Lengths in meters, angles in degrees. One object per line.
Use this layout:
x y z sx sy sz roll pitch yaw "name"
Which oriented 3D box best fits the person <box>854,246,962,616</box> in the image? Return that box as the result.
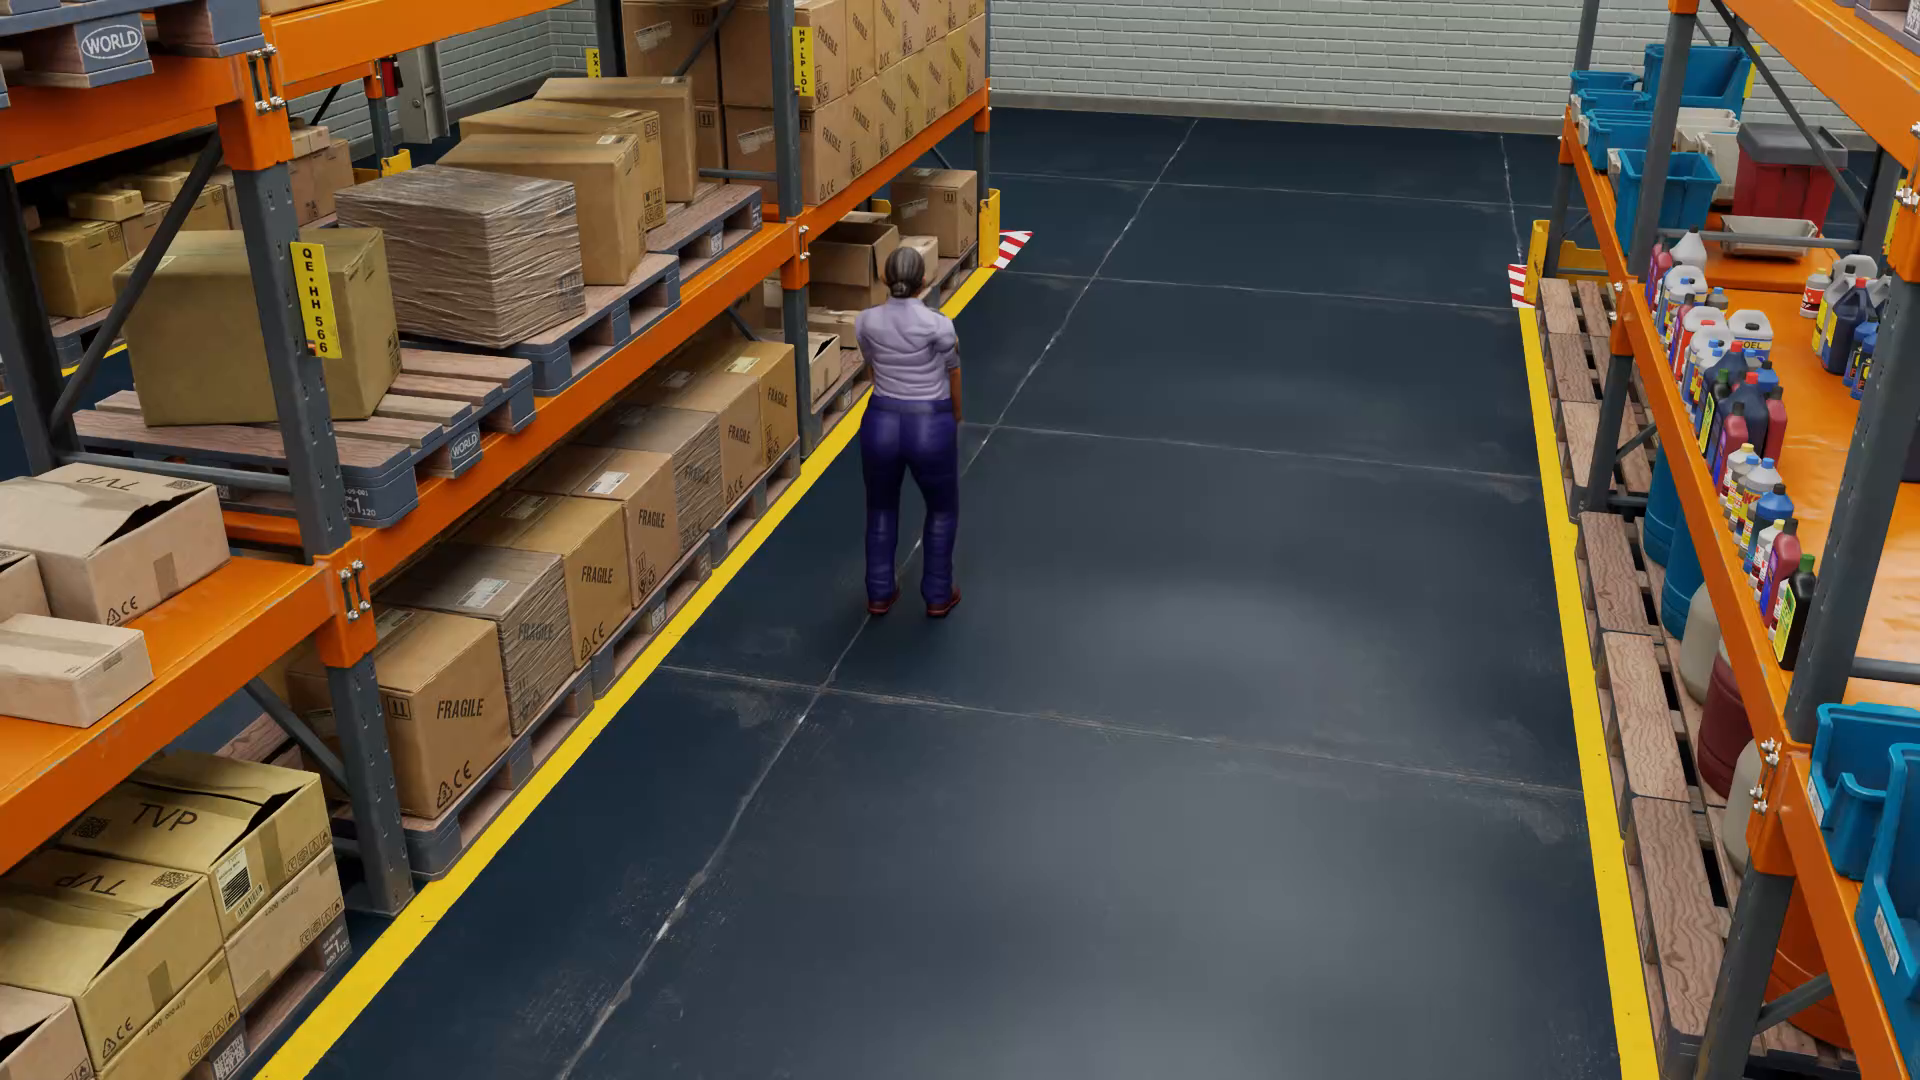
-0.205 -0.459 7.119 0.434 1.632 0.532 6 26 12 "person"
